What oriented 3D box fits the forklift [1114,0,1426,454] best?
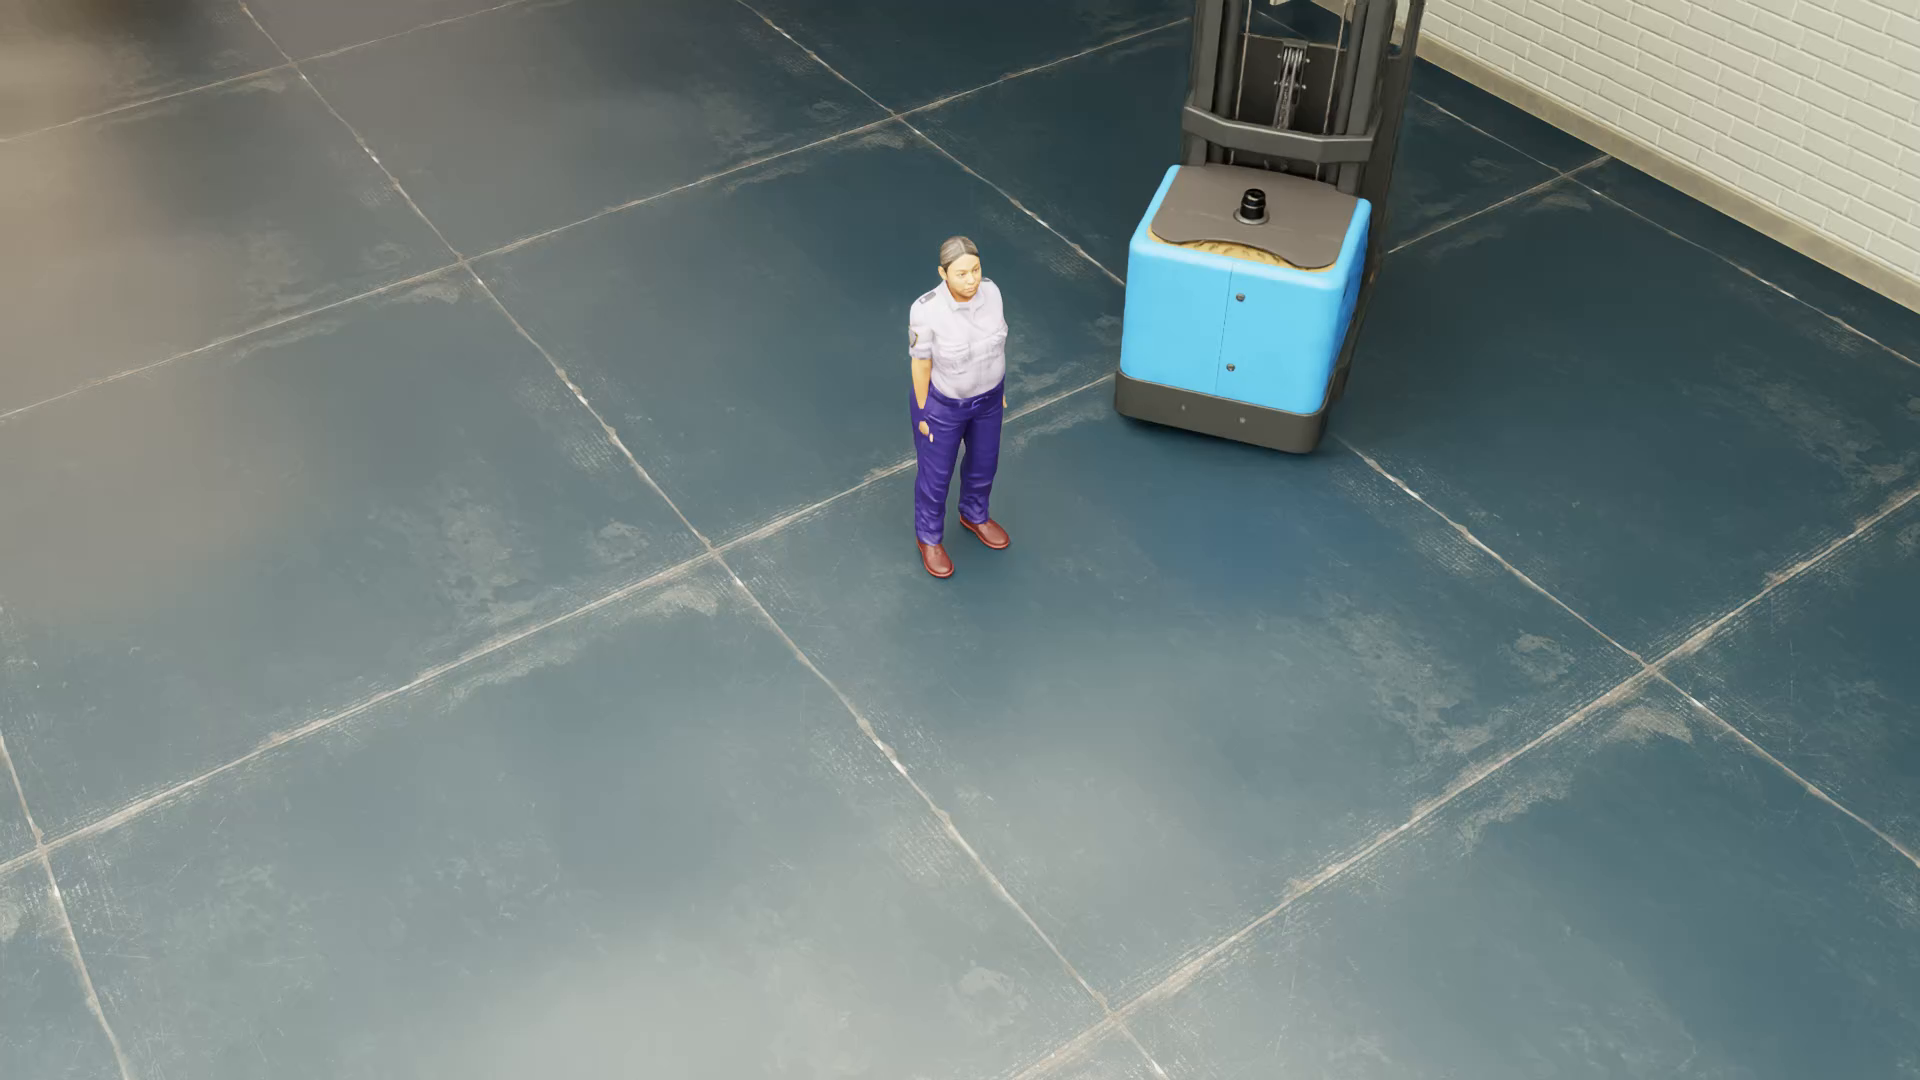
[{"bbox_3d":[1.774,-2.517,8.447,1.130,2.935,3.031,14,44,15],"label":"forklift"}]

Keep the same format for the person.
[{"bbox_3d":[-0.003,-0.594,7.322,0.483,1.638,0.365,-25,48,-25],"label":"person"}]
